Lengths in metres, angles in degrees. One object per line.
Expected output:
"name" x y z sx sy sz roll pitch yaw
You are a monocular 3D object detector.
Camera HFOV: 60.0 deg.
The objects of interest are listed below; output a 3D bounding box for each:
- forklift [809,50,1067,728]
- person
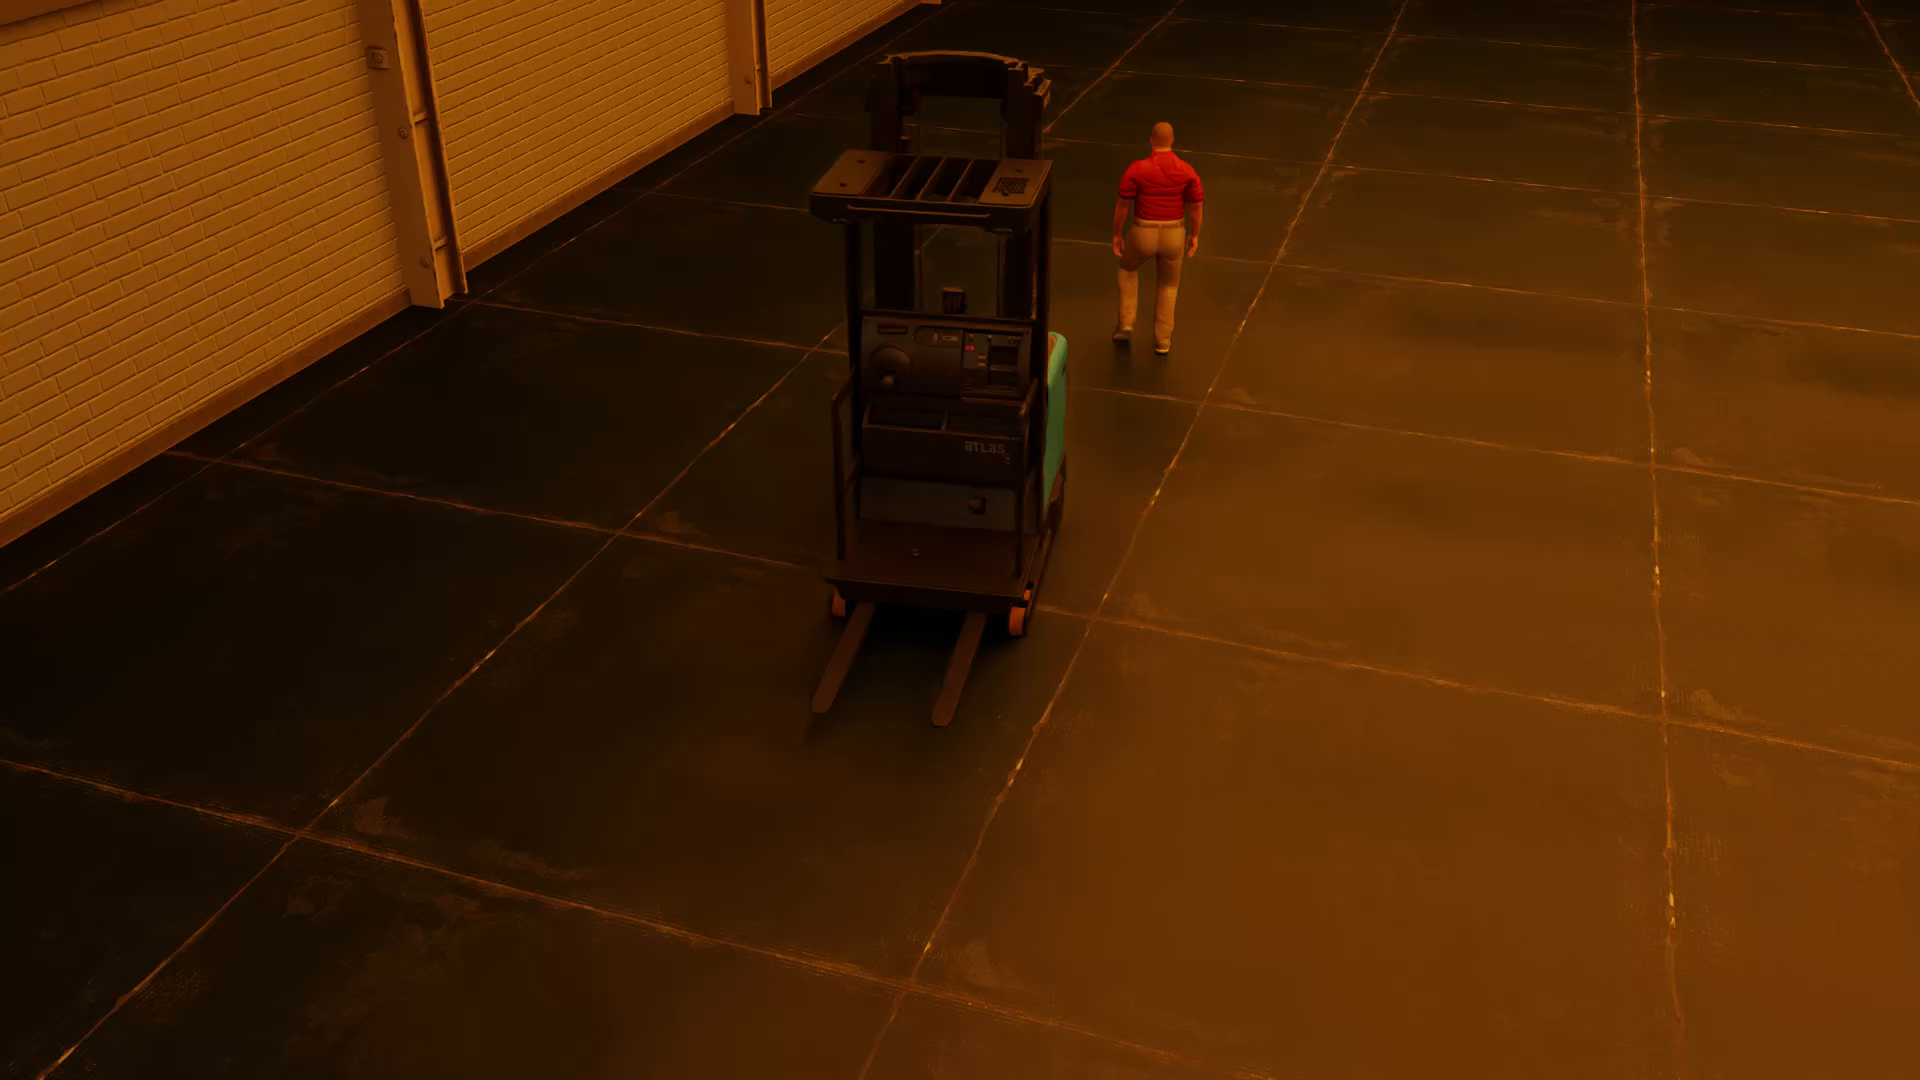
"forklift" -0.116 -0.940 8.786 1.130 2.935 3.031 5 30 9
"person" 1.452 -2.234 12.351 0.641 1.767 0.494 1 30 2
